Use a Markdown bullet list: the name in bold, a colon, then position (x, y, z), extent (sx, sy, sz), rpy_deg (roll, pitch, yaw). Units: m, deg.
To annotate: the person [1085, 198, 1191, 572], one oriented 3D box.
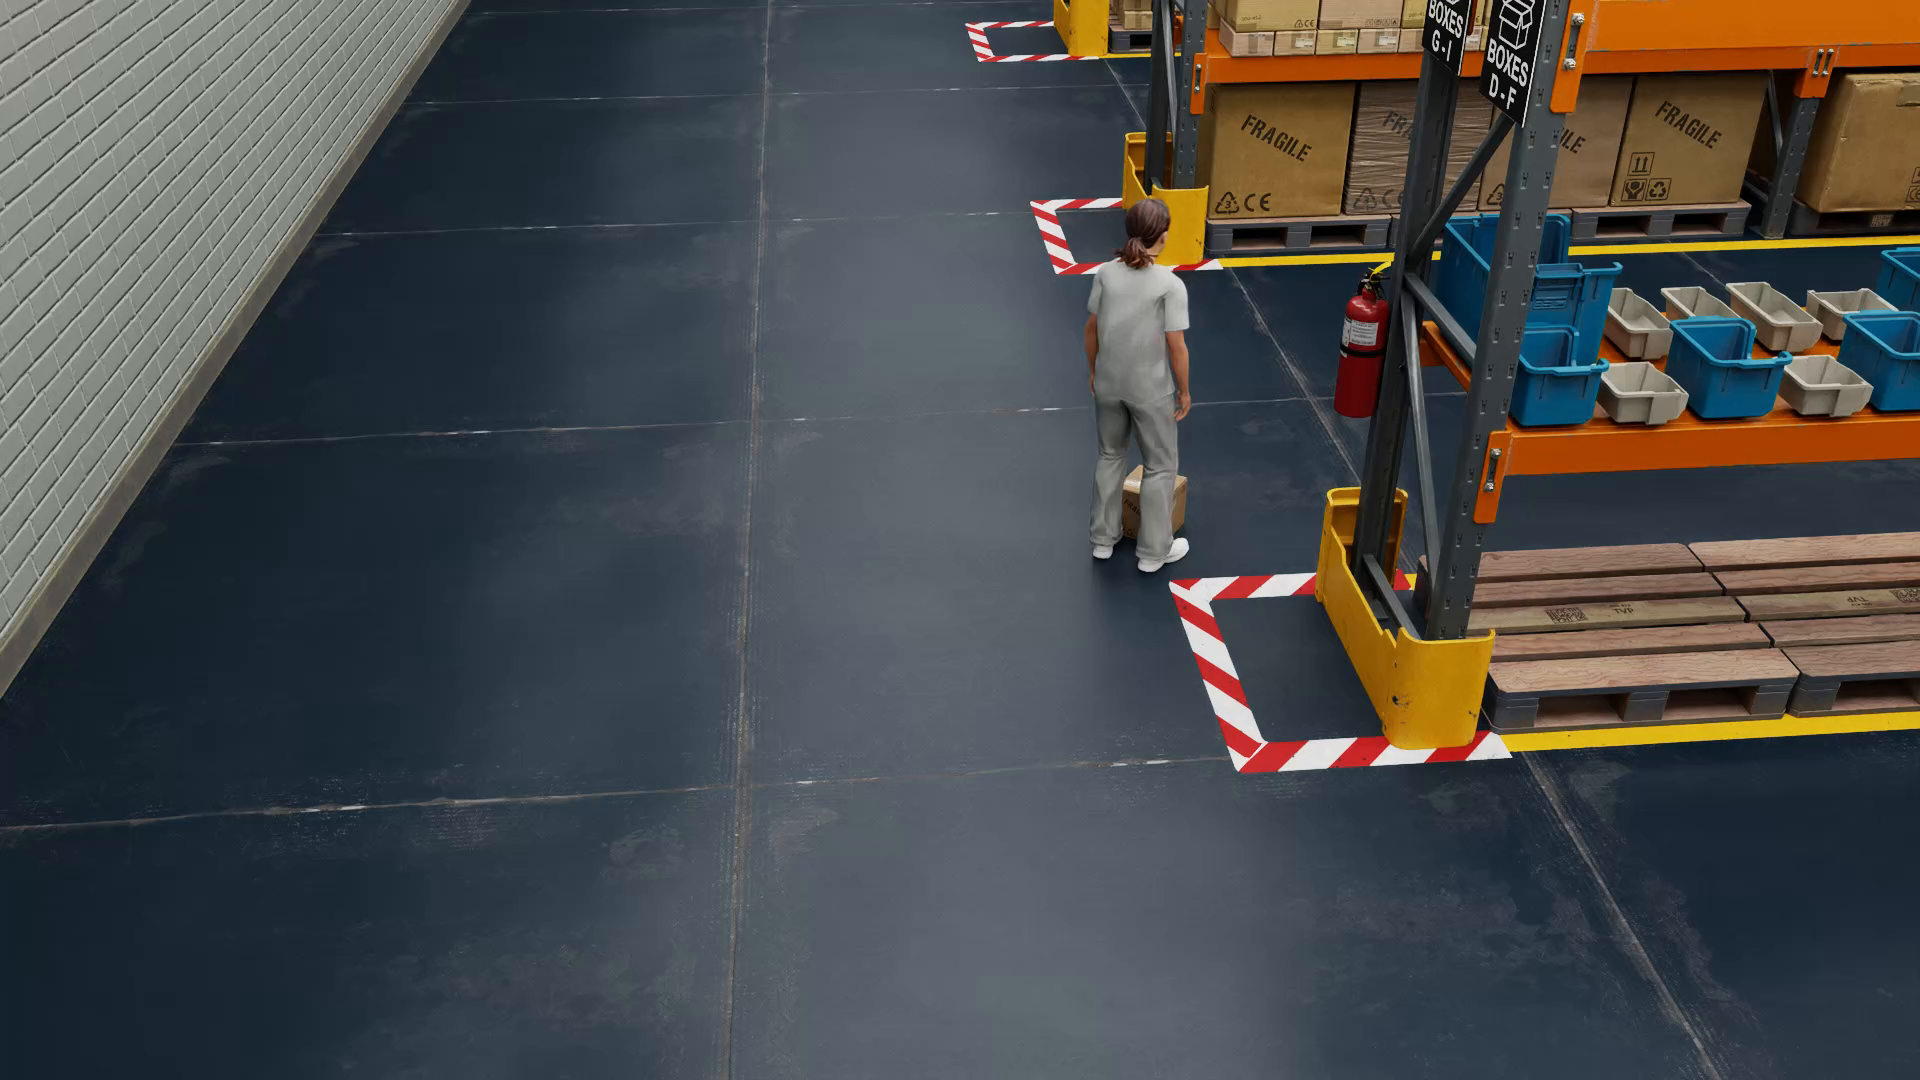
- **person**: position (0.769, -0.659, 7.221), extent (0.490, 1.673, 0.354), rpy_deg (18, 35, 27)
